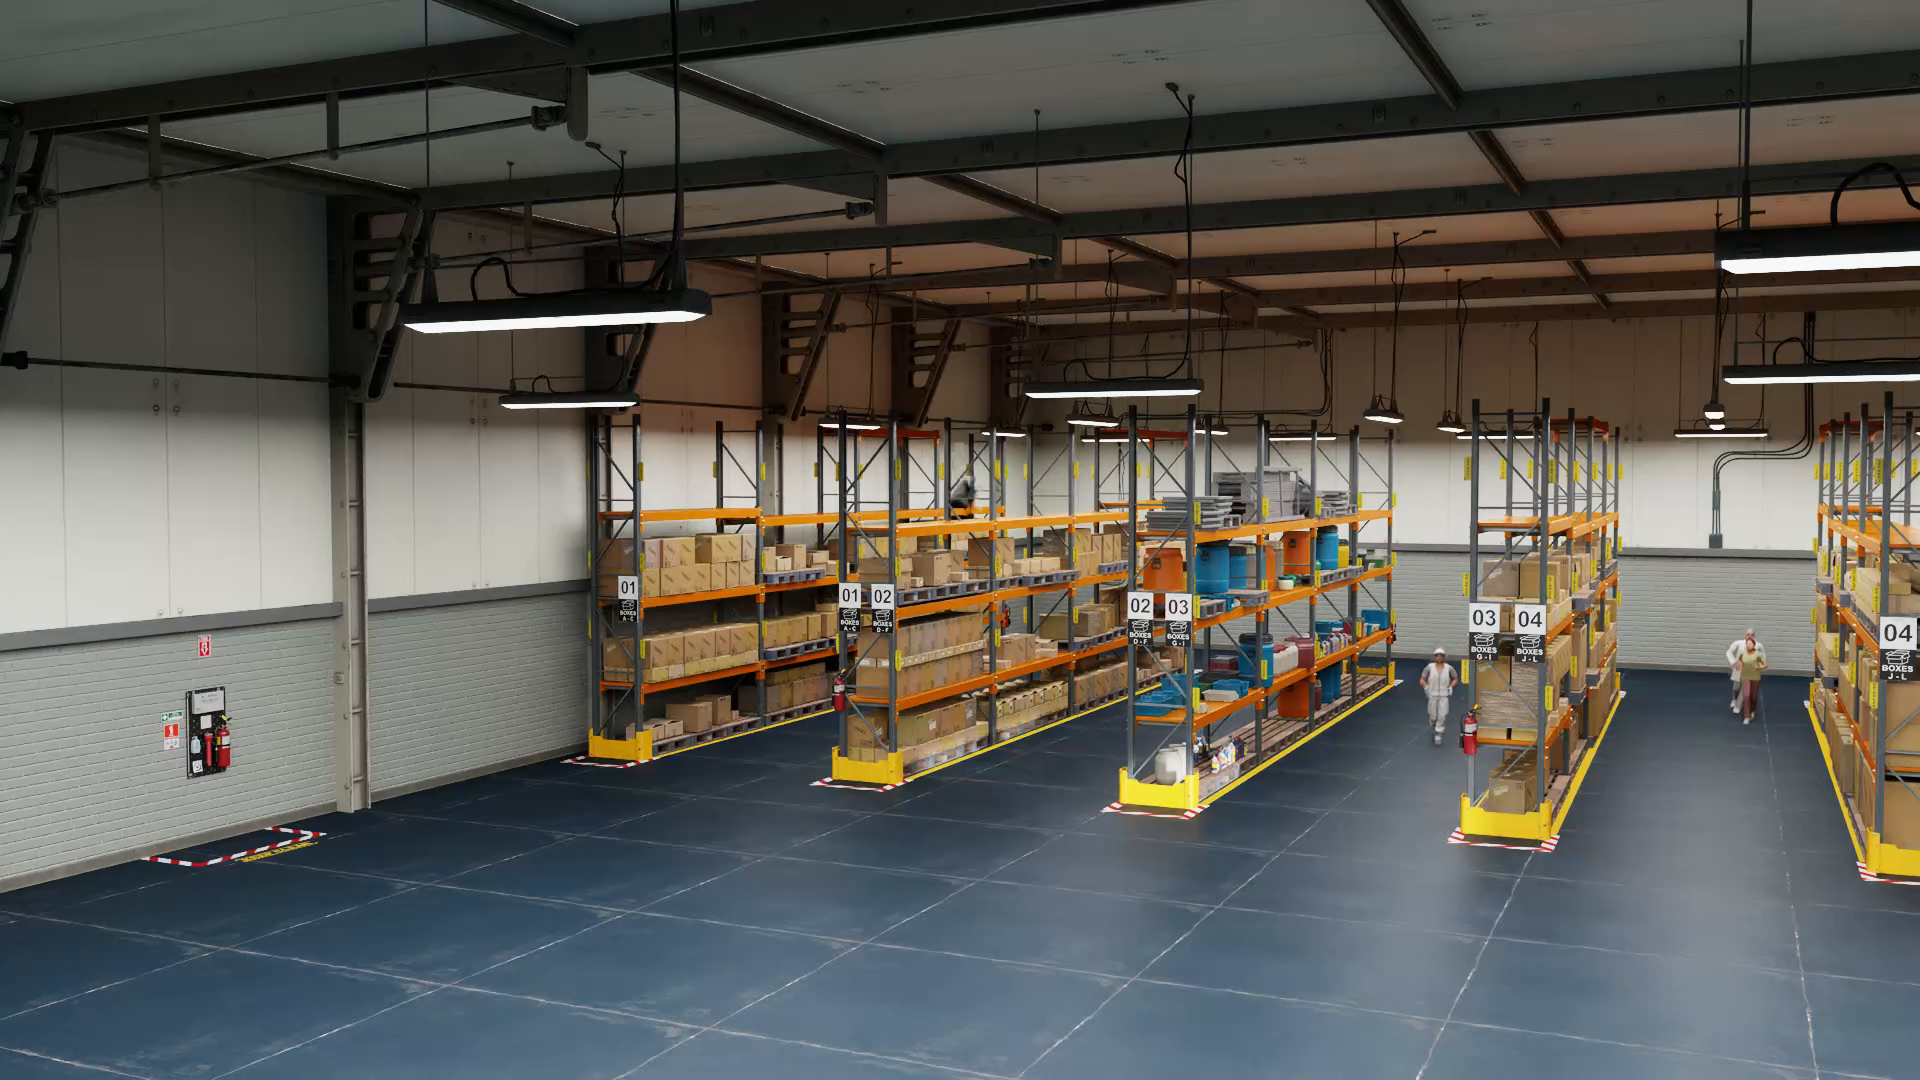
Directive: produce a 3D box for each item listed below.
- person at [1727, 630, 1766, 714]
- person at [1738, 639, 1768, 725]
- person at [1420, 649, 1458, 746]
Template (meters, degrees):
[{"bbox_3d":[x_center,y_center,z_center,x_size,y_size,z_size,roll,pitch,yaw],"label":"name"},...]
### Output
[{"bbox_3d":[16.338,2.720,34.574,0.730,1.733,0.699,1,3,21],"label":"person"},{"bbox_3d":[15.795,2.803,33.160,0.564,1.682,0.894,2,3,33],"label":"person"},{"bbox_3d":[8.780,2.866,30.467,0.674,1.756,0.806,1,2,13],"label":"person"}]
